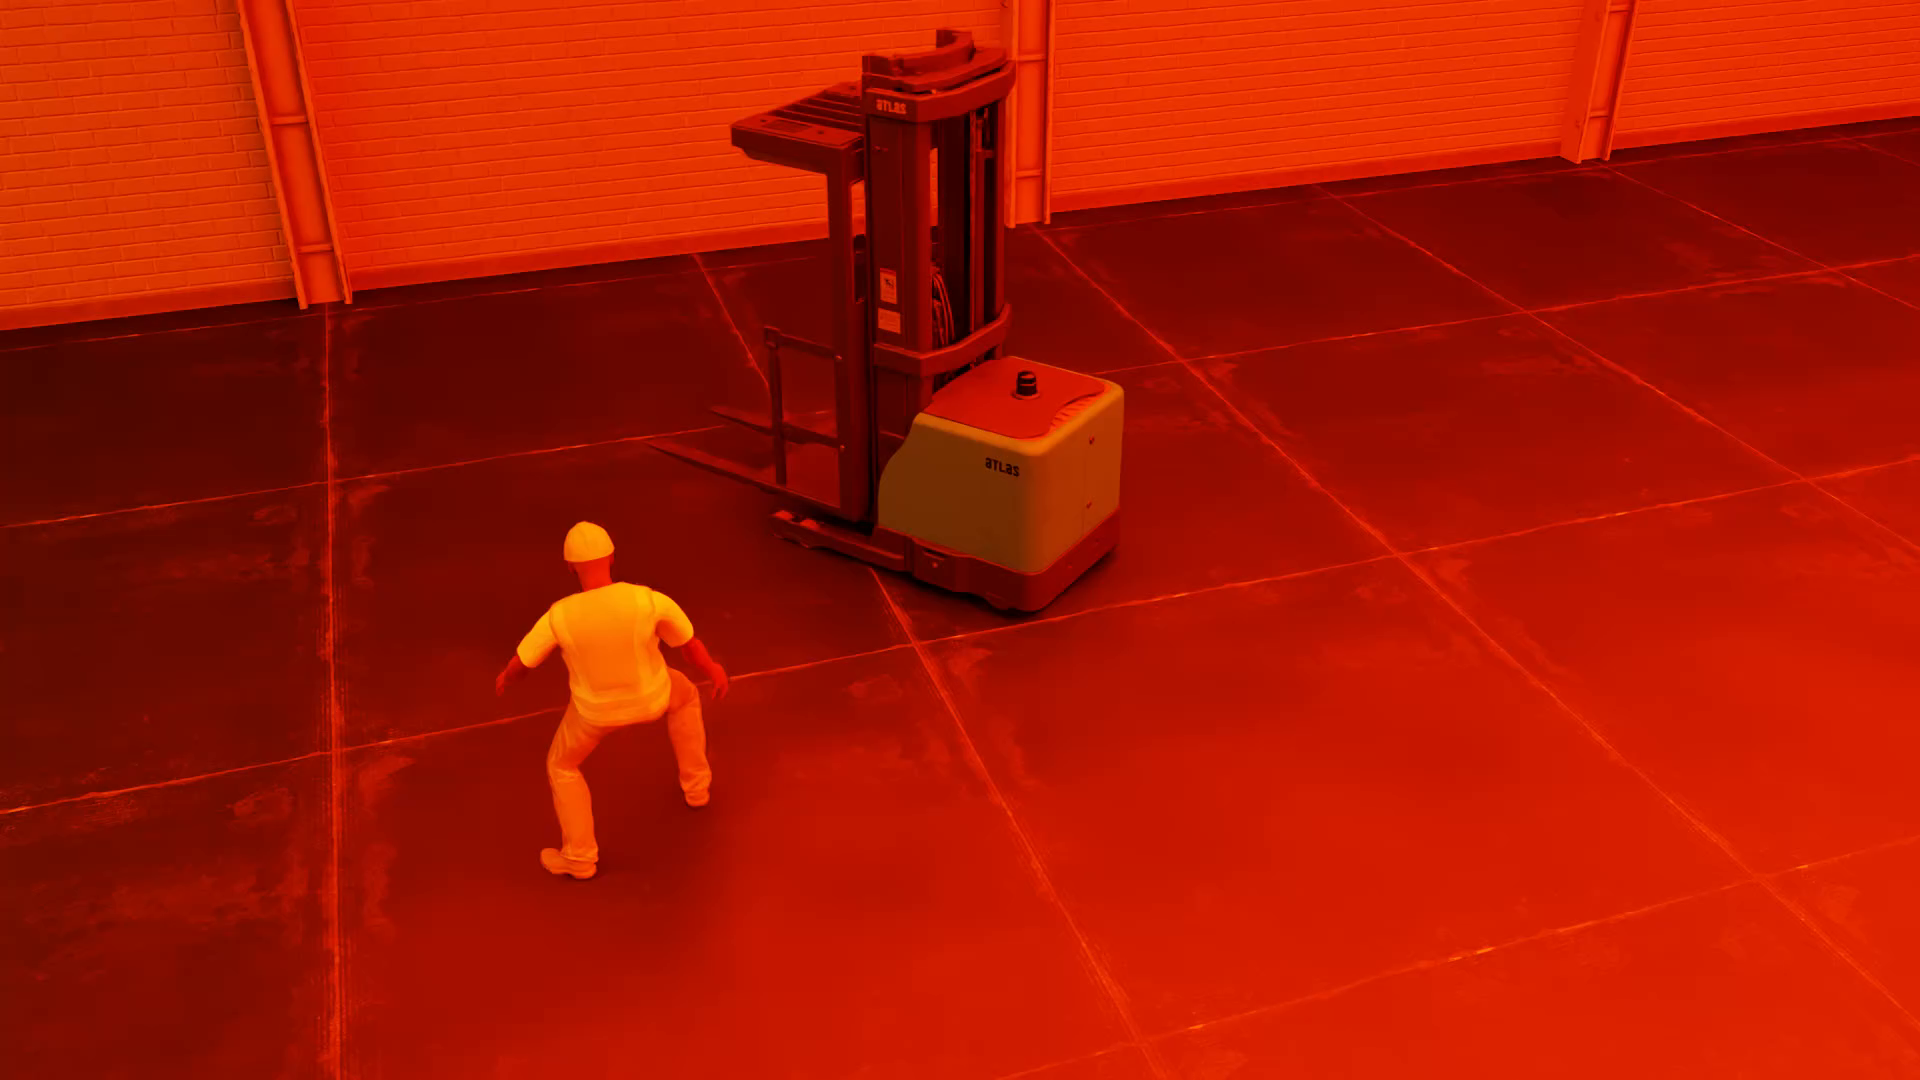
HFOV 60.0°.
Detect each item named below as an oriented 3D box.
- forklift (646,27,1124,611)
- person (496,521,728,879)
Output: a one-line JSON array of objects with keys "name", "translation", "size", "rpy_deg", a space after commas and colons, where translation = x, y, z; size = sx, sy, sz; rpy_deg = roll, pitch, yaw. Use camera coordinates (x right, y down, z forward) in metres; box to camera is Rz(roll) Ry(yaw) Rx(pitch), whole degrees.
[{"name": "forklift", "translation": [-0.567, -1.426, 9.565], "size": [3.031, 2.935, 1.130], "rpy_deg": [18, 35, 28]}, {"name": "person", "translation": [-1.532, 0.634, 7.313], "size": [1.016, 1.638, 0.668], "rpy_deg": [-6, 30, -10]}]
